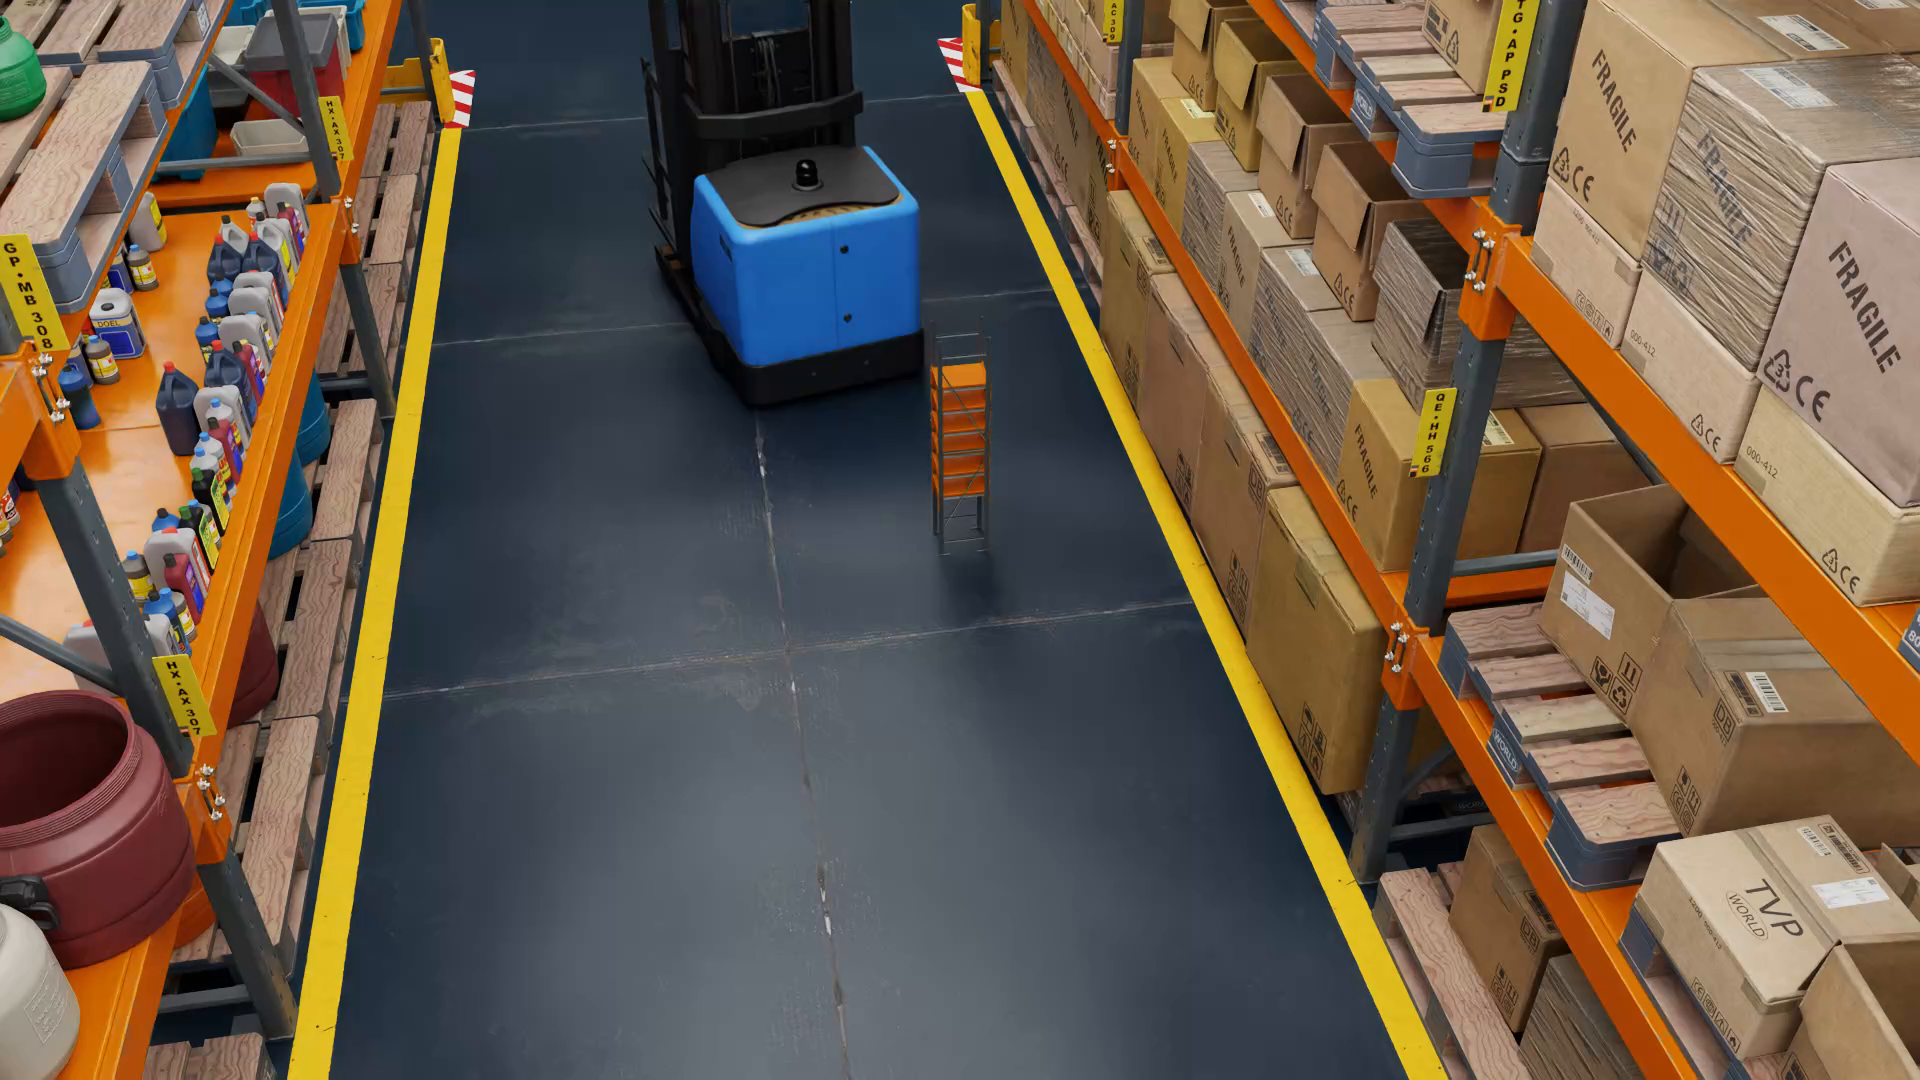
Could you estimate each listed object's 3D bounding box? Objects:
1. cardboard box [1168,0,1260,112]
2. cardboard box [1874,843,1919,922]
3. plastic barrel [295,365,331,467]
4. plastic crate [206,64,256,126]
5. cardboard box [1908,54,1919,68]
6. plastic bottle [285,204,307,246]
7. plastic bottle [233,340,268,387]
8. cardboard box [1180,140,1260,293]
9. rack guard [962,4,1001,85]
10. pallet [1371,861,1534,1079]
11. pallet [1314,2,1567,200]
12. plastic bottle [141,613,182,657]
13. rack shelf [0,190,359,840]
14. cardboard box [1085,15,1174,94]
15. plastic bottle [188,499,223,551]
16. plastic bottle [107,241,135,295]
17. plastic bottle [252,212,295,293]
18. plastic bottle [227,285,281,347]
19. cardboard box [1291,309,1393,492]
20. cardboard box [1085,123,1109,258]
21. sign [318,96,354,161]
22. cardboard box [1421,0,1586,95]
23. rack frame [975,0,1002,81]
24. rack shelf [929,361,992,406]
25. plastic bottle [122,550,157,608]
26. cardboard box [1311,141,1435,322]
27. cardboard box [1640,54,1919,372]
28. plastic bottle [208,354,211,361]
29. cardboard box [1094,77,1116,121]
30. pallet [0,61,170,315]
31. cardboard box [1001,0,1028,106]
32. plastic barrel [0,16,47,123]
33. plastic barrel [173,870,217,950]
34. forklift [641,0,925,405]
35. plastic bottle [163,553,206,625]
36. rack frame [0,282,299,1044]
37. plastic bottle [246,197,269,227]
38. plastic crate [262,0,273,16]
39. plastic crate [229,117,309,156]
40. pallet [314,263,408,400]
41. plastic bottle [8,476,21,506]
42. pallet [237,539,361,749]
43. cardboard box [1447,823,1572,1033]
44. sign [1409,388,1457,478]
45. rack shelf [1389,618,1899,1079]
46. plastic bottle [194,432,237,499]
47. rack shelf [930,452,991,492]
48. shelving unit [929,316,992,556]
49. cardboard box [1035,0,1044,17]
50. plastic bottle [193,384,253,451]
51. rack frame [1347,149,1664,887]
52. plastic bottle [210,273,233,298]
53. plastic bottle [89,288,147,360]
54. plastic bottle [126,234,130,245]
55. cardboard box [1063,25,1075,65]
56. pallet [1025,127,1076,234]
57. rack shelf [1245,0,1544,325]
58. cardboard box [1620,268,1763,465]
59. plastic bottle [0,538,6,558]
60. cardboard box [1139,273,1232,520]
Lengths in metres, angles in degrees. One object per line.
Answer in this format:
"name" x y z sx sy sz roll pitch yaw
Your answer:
"cardboard box" 1.440 -2.403 7.899 0.797 0.503 0.637 -7 38 -9
"cardboard box" 2.579 0.929 4.276 0.396 0.266 0.258 -7 38 -9
"plastic barrel" -3.478 -0.826 8.137 0.600 0.901 0.708 -6 38 -8
"plastic crate" -4.017 -2.382 8.946 0.437 0.125 0.590 -6 38 -8
"cardboard box" 2.451 -0.788 3.785 0.500 0.500 0.500 -6 38 -8
"plastic bottle" -3.122 -1.471 7.760 0.097 0.201 0.097 0 38 0
"plastic bottle" -2.905 -0.724 6.799 0.097 0.201 0.097 0 38 0
"cardboard box" 1.330 -1.481 7.530 0.500 0.500 0.500 -7 38 -9
"rack guard" 0.614 -3.796 12.628 1.175 0.500 0.348 -6 38 -8
"pallet" 2.156 1.637 5.871 1.003 0.211 1.213 -6 38 -8
"pallet" 1.856 -1.429 5.254 1.213 0.211 1.003 -5 38 -6
"plastic bottle" -2.613 0.349 5.356 0.152 0.276 0.135 -6 38 -8
"rack shelf" -3.206 -0.327 6.713 1.077 0.370 4.000 -6 38 -8
"cardboard box" 0.984 -2.649 8.994 0.500 0.250 0.500 -7 38 -9
"plastic bottle" -2.711 -0.054 5.937 0.097 0.201 0.097 0 38 0
"plastic bottle" -3.787 -1.229 7.388 0.152 0.276 0.135 -6 38 -8
"plastic bottle" -3.073 -1.280 7.393 0.144 0.351 0.185 -6 38 -8
"plastic bottle" -2.993 -0.961 7.043 0.152 0.276 0.135 -6 38 -8
"cardboard box" 1.609 -0.549 6.330 0.500 0.500 0.500 -7 38 -8
"cardboard box" 1.283 -2.086 9.780 0.875 0.875 0.875 -6 38 -8
"sign" -3.015 -1.987 8.037 0.100 0.325 0.005 -6 38 -8
"cardboard box" 1.843 -1.688 5.006 0.797 0.503 0.637 -4 38 -5
"rack frame" 0.618 -4.768 11.843 1.000 3.000 0.127 -6 38 -8
"rack shelf" 0.003 -0.714 7.577 0.258 0.103 0.180 -6 38 -8
"plastic bottle" -2.814 0.124 5.707 0.097 0.201 0.097 0 38 0
"cardboard box" 1.797 -1.209 6.362 0.797 0.503 0.637 -5 38 -7
"cardboard box" 1.935 -0.739 3.723 0.500 0.500 0.500 -6 38 -8
"plastic bottle" -2.942 -0.665 6.665 0.097 0.271 0.097 0 38 0
"cardboard box" 0.944 -2.402 9.001 0.380 0.149 0.250 -6 38 -8
"pallet" -2.893 -0.986 4.683 1.003 0.211 1.213 -6 38 -8
"cardboard box" 0.809 -3.717 11.879 0.875 0.875 0.875 -6 38 -8
"plastic barrel" -2.815 -1.357 4.791 0.294 0.245 0.294 0 38 0
"plastic barrel" -2.958 0.994 5.852 0.600 0.830 0.708 -6 38 -8
"forklift" -1.232 -2.789 9.351 1.130 2.935 3.031 -14 40 -18
"plastic bottle" -2.626 0.143 5.616 0.061 0.283 0.133 -6 38 -8
"rack frame" -2.855 0.597 4.937 1.000 3.000 0.127 -6 38 -8
"plastic bottle" -3.289 -1.513 7.814 0.097 0.201 0.097 0 38 0
"plastic crate" -4.308 -3.213 9.929 0.416 0.233 0.300 -6 38 -8
"plastic crate" -3.498 -2.036 8.491 0.396 0.136 0.243 -6 38 -8
"pallet" -3.724 -1.158 9.469 1.003 0.211 1.213 -6 38 -8
"plastic bottle" -3.547 -0.246 6.117 0.061 0.283 0.133 -6 38 -8
"pallet" -3.245 0.491 7.346 1.003 0.211 1.213 -6 38 -8
"cardboard box" 2.158 1.280 5.737 0.700 0.500 0.500 -8 39 -10
"sign" 1.475 -0.332 5.188 0.100 0.325 0.005 -6 38 -8
"rack shelf" 2.371 1.556 4.289 1.077 0.370 4.000 -6 38 -8
"plastic bottle" -2.768 -0.280 6.170 0.097 0.271 0.097 0 38 0
"rack shelf" 0.003 -0.335 7.871 0.258 0.103 0.180 -6 38 -8
"shelving unit" 0.003 -0.465 7.771 0.258 1.200 0.189 -6 38 -8
"cardboard box" 0.674 -3.332 10.199 0.380 0.149 0.250 -6 38 -7
"plastic bottle" -2.856 -0.488 6.435 0.152 0.276 0.135 -6 38 -8
"rack frame" 2.021 0.064 5.623 1.000 3.000 0.127 -6 38 -8
"plastic bottle" -3.136 -1.015 7.117 0.097 0.271 0.097 0 38 0
"plastic bottle" -3.539 -0.907 6.974 0.152 0.276 0.135 -6 38 -8
"plastic bottle" -3.912 -1.506 7.739 0.061 0.283 0.133 -6 38 -8
"cardboard box" 0.808 -2.868 9.601 0.380 0.149 0.250 -6 38 -7
"pallet" 1.046 -2.457 11.141 1.003 0.211 1.213 -6 38 -8
"rack shelf" 1.670 -2.045 6.478 1.077 0.370 4.000 -6 38 -8
"cardboard box" 1.942 -0.440 3.949 0.500 0.250 0.500 -5 38 -7
"plastic bottle" -3.474 -0.028 5.904 0.097 0.201 0.097 0 38 0
"cardboard box" 1.609 -0.755 8.066 1.225 0.875 0.875 -7 38 -10
